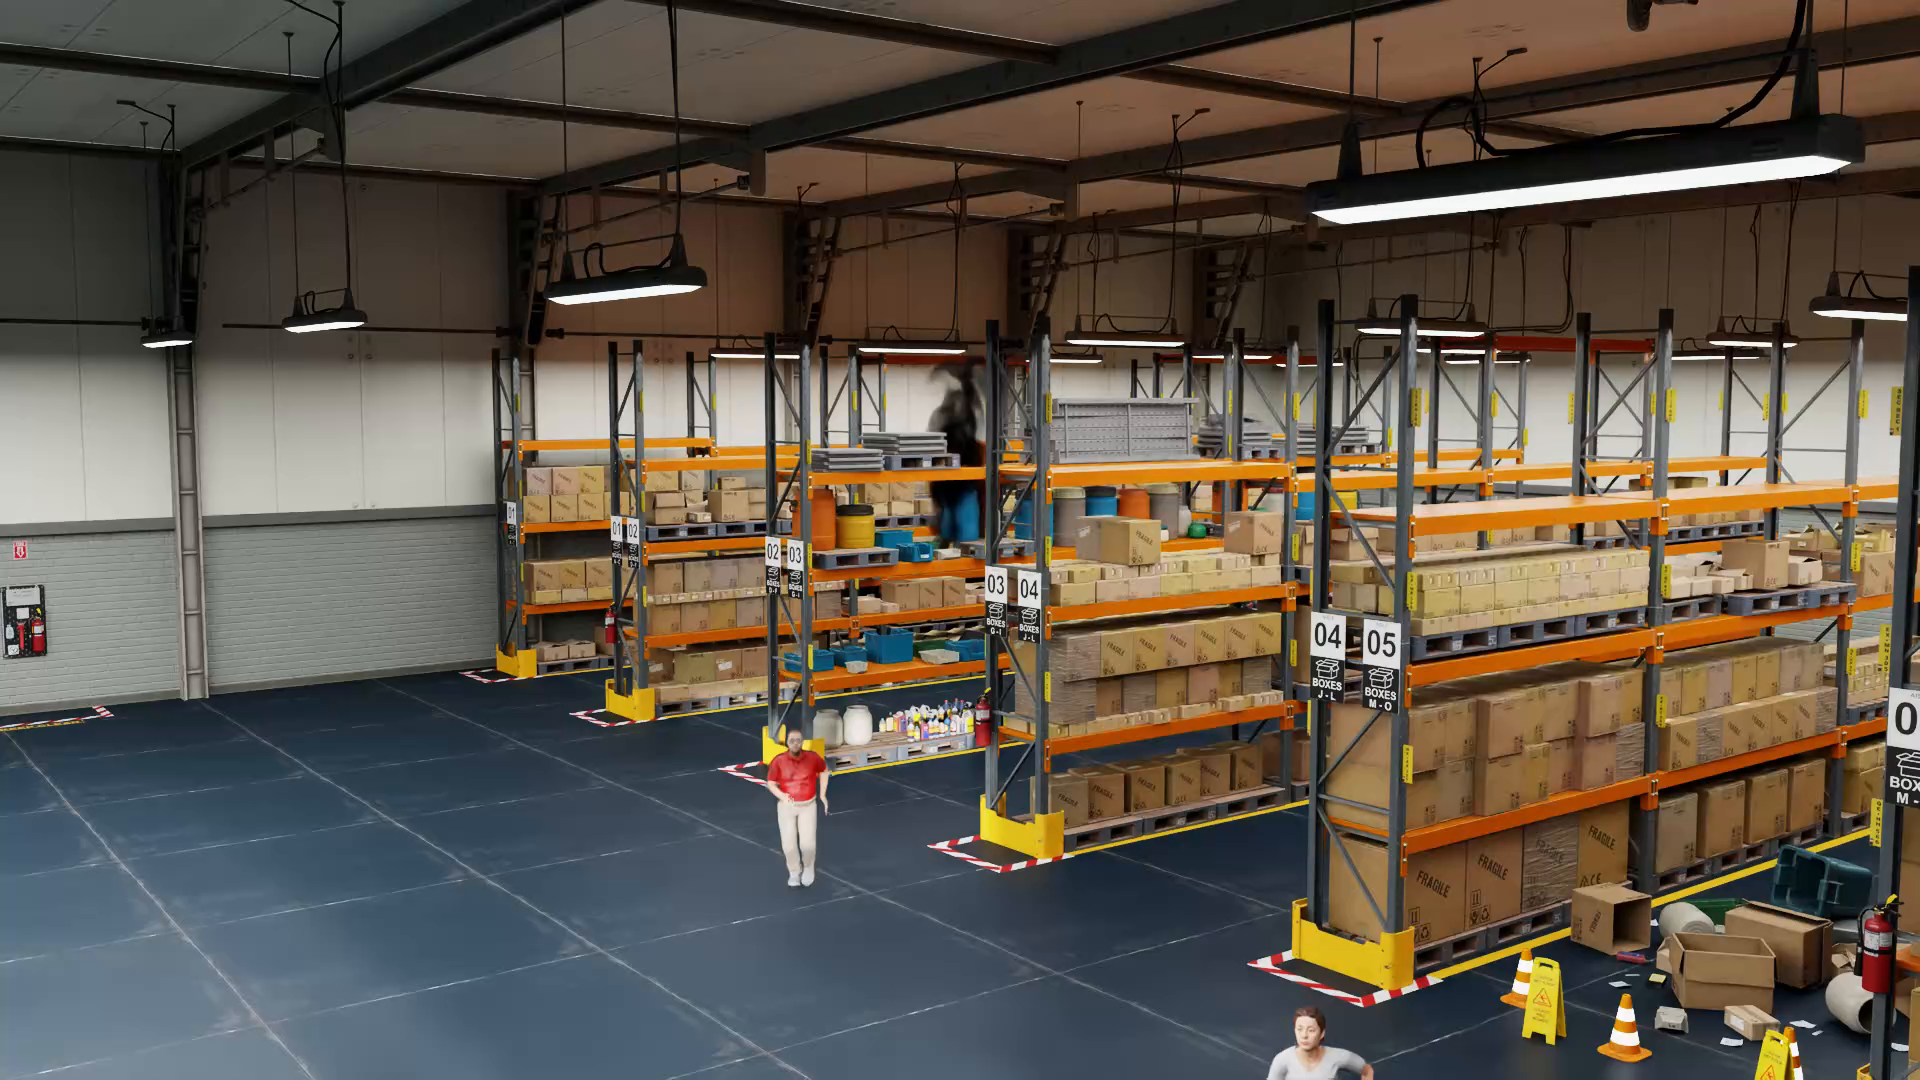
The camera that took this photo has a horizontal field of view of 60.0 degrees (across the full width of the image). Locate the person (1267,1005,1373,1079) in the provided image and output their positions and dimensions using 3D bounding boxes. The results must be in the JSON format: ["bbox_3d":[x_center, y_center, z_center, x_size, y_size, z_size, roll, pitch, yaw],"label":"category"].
[{"bbox_3d":[2.063,3.483,9.608,0.580,1.625,0.823,2,5,21],"label":"person"}]

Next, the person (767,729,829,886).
[{"bbox_3d":[-1.682,2.800,17.257,0.642,1.681,0.729,0,5,-4],"label":"person"}]
